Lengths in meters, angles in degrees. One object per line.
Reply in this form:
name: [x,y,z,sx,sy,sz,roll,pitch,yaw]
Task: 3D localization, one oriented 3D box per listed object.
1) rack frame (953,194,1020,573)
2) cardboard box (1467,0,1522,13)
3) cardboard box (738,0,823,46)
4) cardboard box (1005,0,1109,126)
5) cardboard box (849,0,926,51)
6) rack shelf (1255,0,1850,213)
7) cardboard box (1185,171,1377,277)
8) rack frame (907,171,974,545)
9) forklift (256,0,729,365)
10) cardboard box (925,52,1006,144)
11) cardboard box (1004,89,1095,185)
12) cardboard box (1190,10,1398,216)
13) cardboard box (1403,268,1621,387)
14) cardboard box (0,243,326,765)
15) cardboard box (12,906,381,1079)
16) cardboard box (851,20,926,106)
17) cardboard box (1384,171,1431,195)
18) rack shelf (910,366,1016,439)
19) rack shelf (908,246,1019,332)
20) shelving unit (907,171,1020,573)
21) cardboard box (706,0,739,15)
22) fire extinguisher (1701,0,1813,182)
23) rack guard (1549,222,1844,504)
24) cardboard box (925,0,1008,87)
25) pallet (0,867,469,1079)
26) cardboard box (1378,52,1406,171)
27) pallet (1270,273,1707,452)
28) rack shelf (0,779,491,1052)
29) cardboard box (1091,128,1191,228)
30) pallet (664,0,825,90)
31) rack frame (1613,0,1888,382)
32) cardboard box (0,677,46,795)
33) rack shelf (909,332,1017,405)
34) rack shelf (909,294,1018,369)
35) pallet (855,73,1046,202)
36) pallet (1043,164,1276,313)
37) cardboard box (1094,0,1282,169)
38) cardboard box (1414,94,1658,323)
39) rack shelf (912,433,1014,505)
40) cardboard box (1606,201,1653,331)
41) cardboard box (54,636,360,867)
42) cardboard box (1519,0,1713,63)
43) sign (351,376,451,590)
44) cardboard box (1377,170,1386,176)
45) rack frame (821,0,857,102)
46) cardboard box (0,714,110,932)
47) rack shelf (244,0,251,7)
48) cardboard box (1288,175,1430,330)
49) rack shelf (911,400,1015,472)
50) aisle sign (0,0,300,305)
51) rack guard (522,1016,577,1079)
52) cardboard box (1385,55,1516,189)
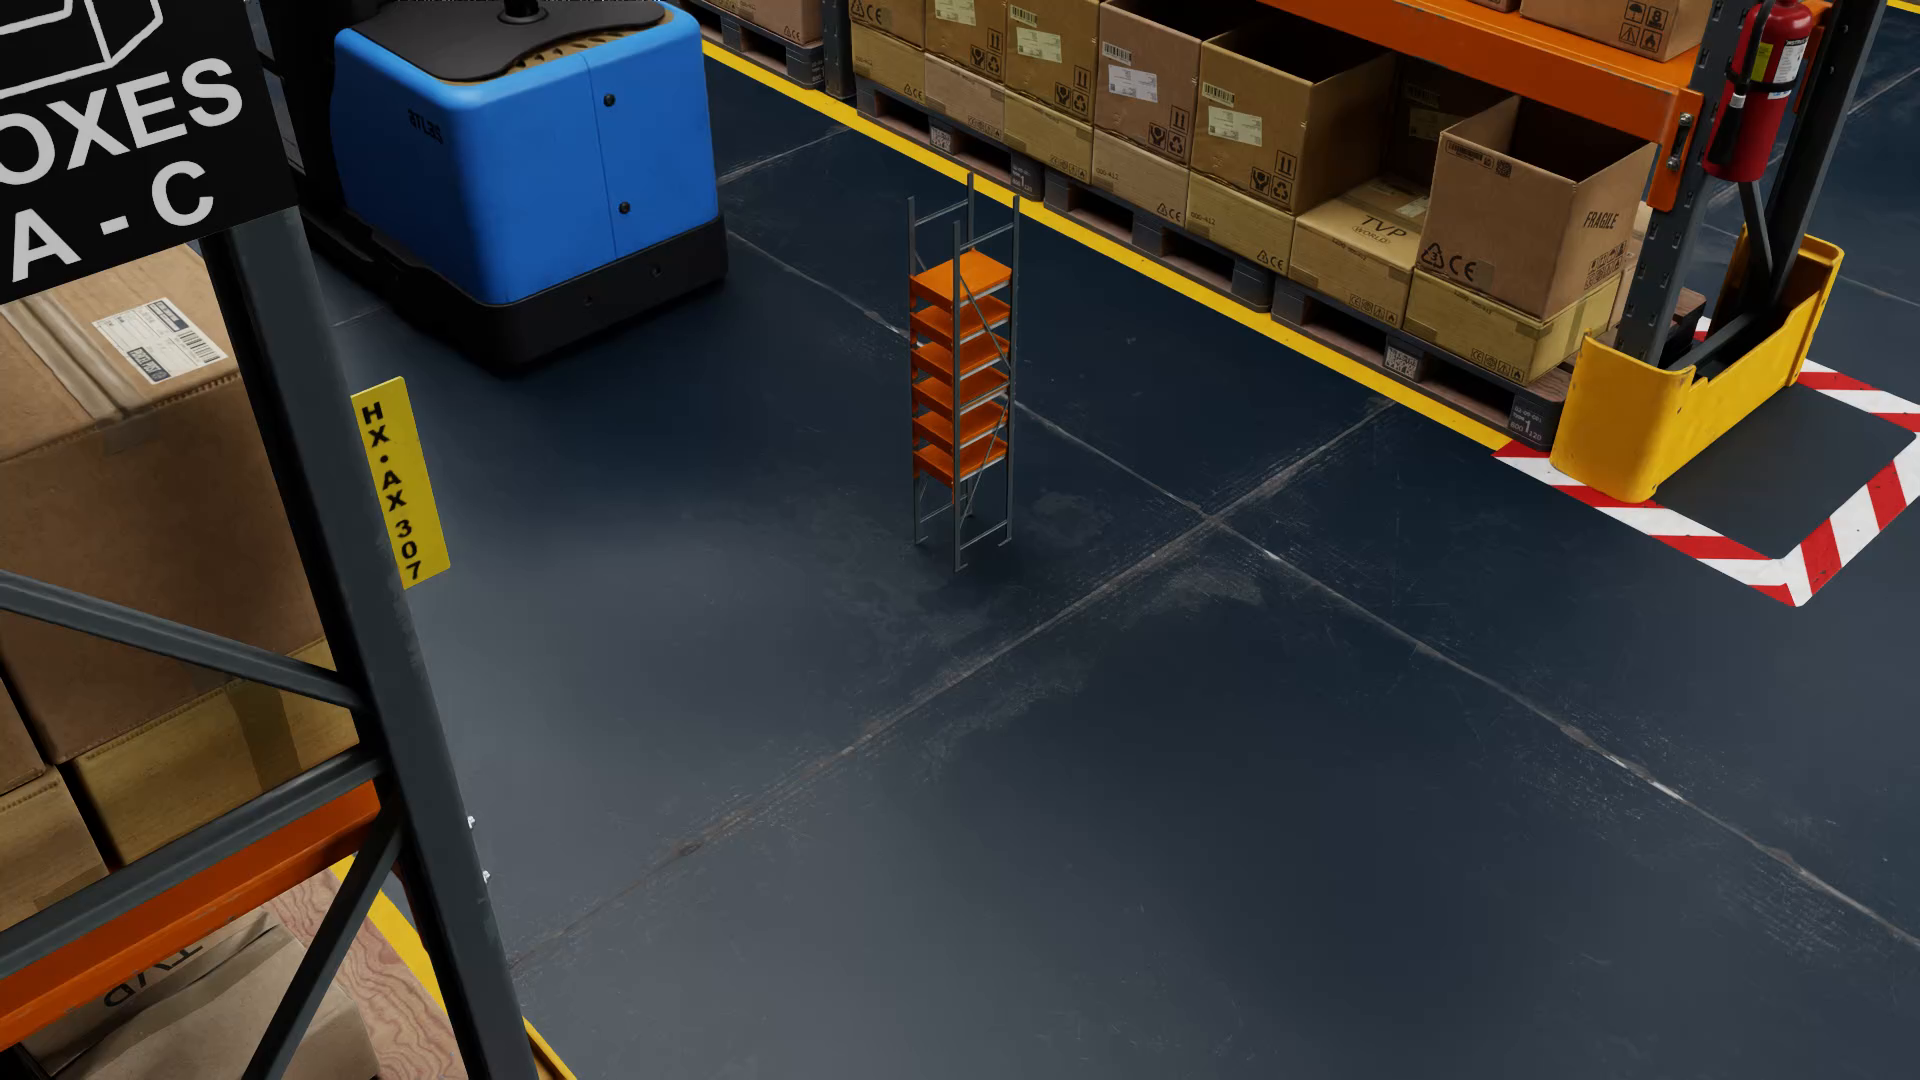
rack frame: [0.072,-0.418,4.812,0.240,1.200,0.006,-30,48,-32]
cardboard box: [1.814,-2.108,5.393,0.700,0.500,0.500,-29,47,-31]
cardboard box: [-0.721,-2.620,7.961,0.500,0.250,0.500,-30,48,-32]
cardboard box: [0.533,-2.033,6.637,0.500,0.500,0.500,-30,48,-32]
cardboard box: [-0.144,-2.496,7.210,0.500,0.500,0.500,-30,48,-32]
rack shelf: [1.126,-2.253,6.224,1.077,0.370,4.000,-30,48,-32]
cardboard box: [1.212,-1.280,6.302,0.500,0.250,0.500,-30,48,-32]
rack frame: [-0.052,-0.502,4.917,0.240,1.200,0.006,-30,48,-32]
forklift: [-2.275,-2.594,6.129,1.130,2.935,3.031,-31,48,-32]
cardboard box: [0.198,-1.975,7.162,0.500,0.250,0.500,-30,48,-32]
cardboard box: [0.533,-1.741,6.873,0.500,0.250,0.500,-30,48,-32]
cardboard box: [1.210,-1.571,6.065,0.500,0.500,0.500,-30,48,-32]
cardboard box: [1.898,-0.823,5.736,0.500,0.250,0.500,-30,48,-32]
cardboard box: [-1.269,-0.090,2.481,0.500,0.500,0.500,-30,48,-32]
cardboard box: [-1.569,1.016,3.394,0.500,0.311,0.500,29,47,31]
cardboard box: [-0.136,-2.208,7.451,0.500,0.250,0.500,-30,48,-32]
cardboard box: [1.939,-1.273,6.293,0.500,0.250,0.500,-30,48,-32]
rack shelf: [0.010,-0.426,4.893,0.258,0.103,0.180,-30,48,-32]
rack shelf: [0.010,-0.706,4.666,0.258,0.103,0.180,-30,48,-32]
shelving unit: [0.010,-0.460,4.865,0.258,1.200,0.189,-30,48,-32]
cardboard box: [-1.061,-2.855,8.252,0.500,0.250,0.500,-31,48,-32]
fire extinguisher: [2.217,-1.325,4.564,0.296,0.674,0.183,-30,48,-32]
rack guard: [2.495,-0.623,5.624,1.175,0.500,0.348,-30,48,-32]
cardboard box: [0.200,-2.268,6.928,0.500,0.500,0.500,-30,48,-32]
pallet: [-1.742,1.159,3.647,1.003,0.211,1.213,-30,48,-32]
cardboard box: [1.593,-1.791,6.338,0.500,0.500,0.500,-30,48,-32]
pallet: [1.931,-0.858,6.144,1.003,0.211,1.213,-30,48,-32]
rack shelf: [-2.520,-0.146,3.616,1.077,0.370,4.000,-30,48,-32]
cardboard box: [0.875,-1.512,6.589,0.500,0.250,0.500,-30,48,-32]
pallet: [-0.754,-2.698,8.422,1.003,0.211,1.213,-30,48,-32]
rack frame: [2.479,-1.607,4.852,1.000,3.000,0.127,-30,48,-32]
cardboard box: [-1.643,0.131,2.207,0.500,0.500,0.500,-31,48,-32]
rack shelf: [0.010,-0.519,4.817,0.258,0.103,0.180,-30,48,-32]
rack shelf: [0.010,-0.612,4.742,0.258,0.103,0.180,-30,48,-32]
pallet: [0.280,-1.987,7.543,1.003,0.211,1.213,-30,48,-32]
pallet: [1.110,-1.423,6.843,1.003,0.211,1.213,-30,48,-32]
cardboard box: [0.873,-1.802,6.352,0.500,0.500,0.500,-30,48,-32]
cardboard box: [1.897,-1.114,5.499,0.500,0.500,0.500,-30,48,-32]
rack shelf: [0.010,-0.239,5.043,0.258,0.103,0.180,-30,48,-32]
cardboard box: [2.280,-1.043,6.009,0.500,0.250,0.500,-30,48,-32]
cardboard box: [-1.264,0.190,2.731,0.500,0.250,0.500,-31,48,-33]
cardboard box: [2.172,-1.867,5.095,0.700,0.500,0.500,-30,48,-32]
sign: [-0.768,-0.067,2.257,0.100,0.325,0.005,-30,48,-32]
cardboard box: [1.601,-1.505,6.580,0.500,0.250,0.500,-30,48,-32]
rack frame: [-0.227,-3.458,7.144,1.000,3.000,0.127,-30,48,-32]
cardboard box: [-1.626,0.417,2.450,0.500,0.250,0.500,-29,47,-31]
rack shelf: [-2.520,-1.313,2.673,1.077,0.370,4.000,-30,48,-32]
cardboard box: [1.551,-1.049,6.016,0.500,0.250,0.500,-30,48,-32]
rack shelf: [0.010,-0.332,4.968,0.258,0.103,0.180,-30,48,-32]
aisle sign: [-0.898,-0.606,1.543,0.394,0.787,0.004,-30,48,-32]
rack guard: [-1.219,1.437,3.073,1.175,0.500,0.348,-30,48,-32]
cardboard box: [1.940,-1.566,6.058,0.500,0.500,0.500,-30,48,-32]
